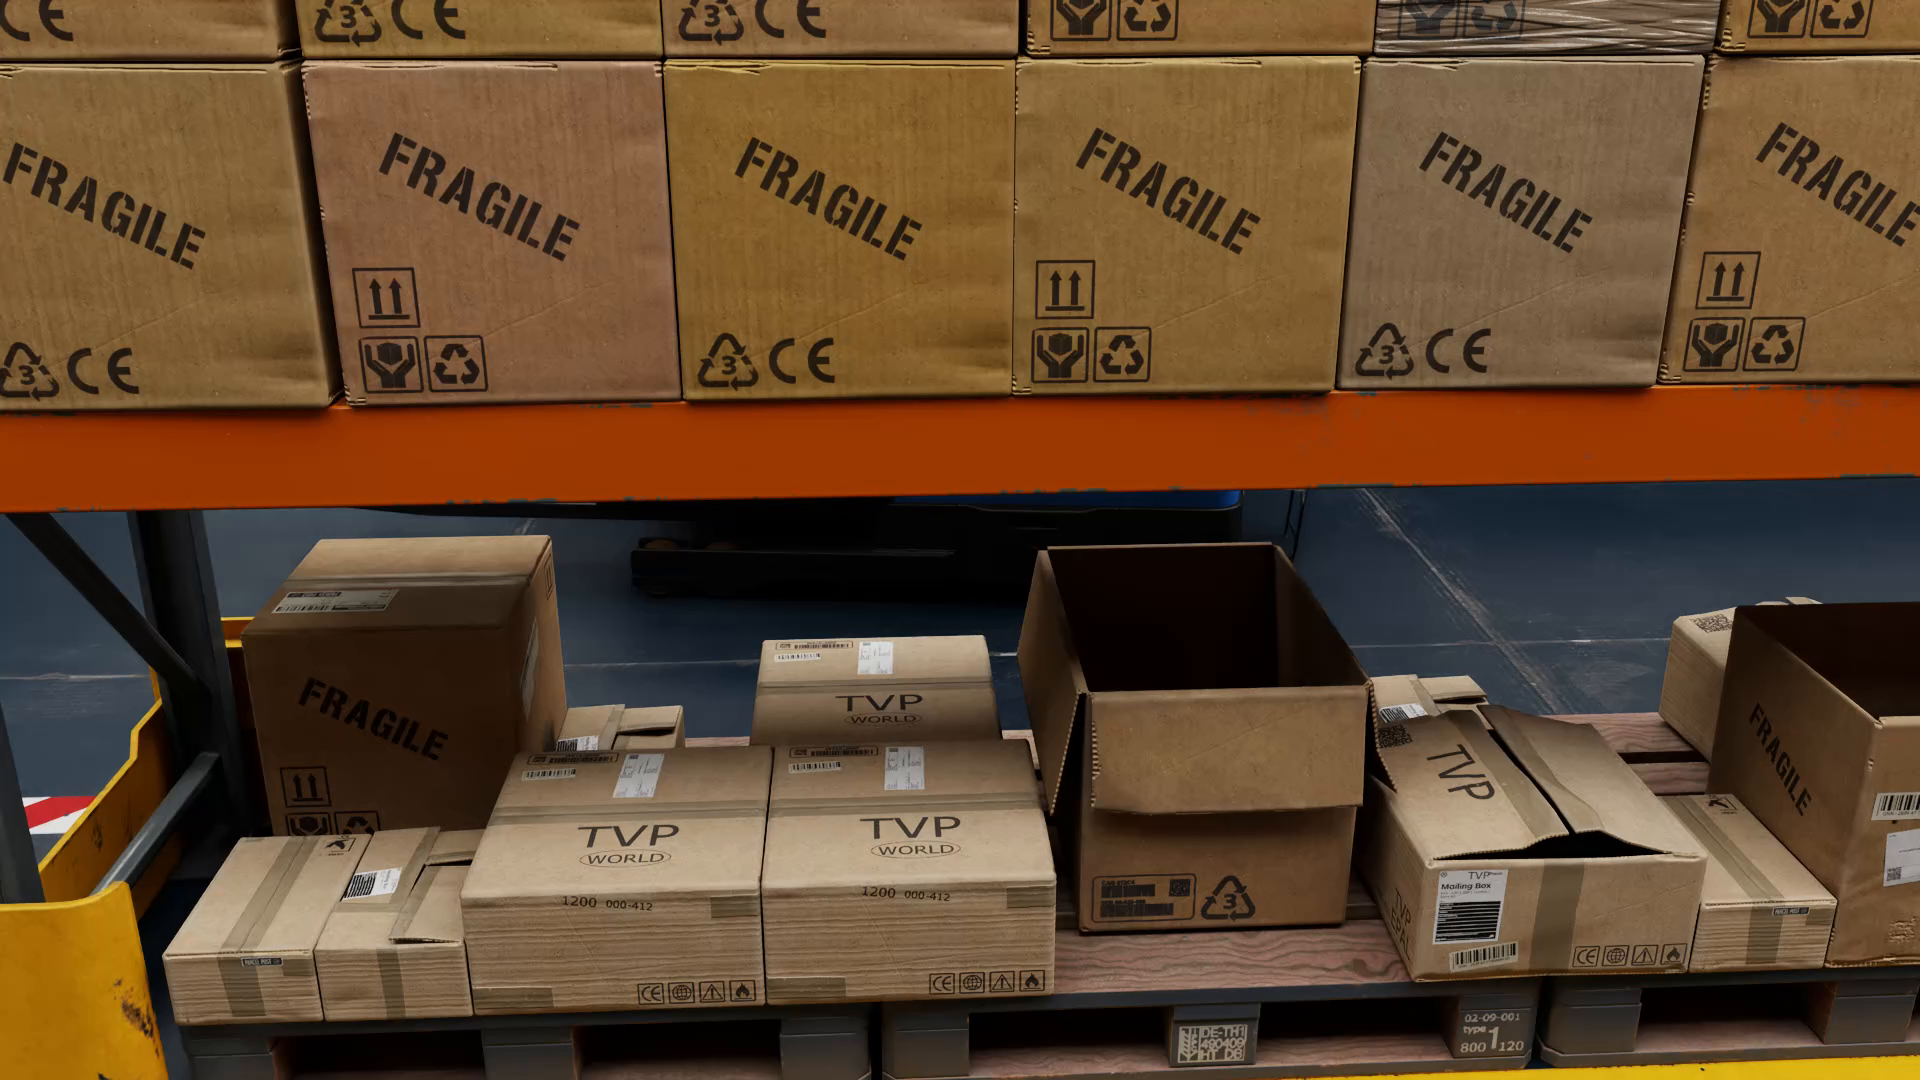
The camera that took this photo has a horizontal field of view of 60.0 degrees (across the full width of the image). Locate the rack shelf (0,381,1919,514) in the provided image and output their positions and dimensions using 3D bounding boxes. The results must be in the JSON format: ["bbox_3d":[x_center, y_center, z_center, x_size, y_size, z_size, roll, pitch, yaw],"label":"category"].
[{"bbox_3d":[0.340,-0.254,3.085,4.000,0.370,1.077,-1,21,-3],"label":"rack shelf"}]

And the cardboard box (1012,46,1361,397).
[{"bbox_3d":[0.316,-0.543,2.692,0.500,0.500,0.500,-1,21,-2],"label":"cardboard box"}]

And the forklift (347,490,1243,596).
[{"bbox_3d":[-0.624,-1.383,5.133,3.031,2.935,1.130,1,21,3],"label":"forklift"}]

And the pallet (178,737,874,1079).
[{"bbox_3d":[-0.785,0.735,3.394,1.213,0.211,1.003,-1,21,-3],"label":"pallet"}]

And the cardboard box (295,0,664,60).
[{"bbox_3d":[-0.678,-0.993,2.467,0.500,0.500,0.500,-1,21,-2],"label":"cardboard box"}]

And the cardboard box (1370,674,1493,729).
[{"bbox_3d":[1.042,0.440,3.613,0.250,0.166,0.380,-1,21,-3],"label":"cardboard box"}]

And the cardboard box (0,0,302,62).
[{"bbox_3d":[-1.199,-0.979,2.432,0.500,0.500,0.500,-1,21,-1],"label":"cardboard box"}]

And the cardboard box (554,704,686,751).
[{"bbox_3d":[-0.719,0.494,3.472,0.250,0.166,0.380,-1,21,-3],"label":"cardboard box"}]

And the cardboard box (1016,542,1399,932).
[{"bbox_3d":[0.461,0.370,3.324,0.637,0.503,0.797,-1,21,-3],"label":"cardboard box"}]

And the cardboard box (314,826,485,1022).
[{"bbox_3d":[-0.970,0.677,2.991,0.250,0.166,0.380,-1,21,-3],"label":"cardboard box"}]

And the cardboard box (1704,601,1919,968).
[{"bbox_3d":[1.784,0.444,3.135,0.500,0.500,0.500,-1,21,-3],"label":"cardboard box"}]

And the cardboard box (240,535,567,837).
[{"bbox_3d":[-1.128,0.314,3.475,0.500,0.500,0.500,-1,21,-3],"label":"cardboard box"}]

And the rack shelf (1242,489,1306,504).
[{"bbox_3d":[1.022,-0.209,5.477,0.200,0.077,0.258,6,21,1],"label":"rack shelf"}]

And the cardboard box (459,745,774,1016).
[{"bbox_3d":[-0.599,0.609,3.052,0.500,0.250,0.500,-1,21,-3],"label":"cardboard box"}]

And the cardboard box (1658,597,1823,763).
[{"bbox_3d":[1.905,0.351,3.643,0.500,0.311,0.500,-1,21,-3],"label":"cardboard box"}]

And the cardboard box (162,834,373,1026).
[{"bbox_3d":[-1.219,0.690,2.981,0.250,0.149,0.380,-1,21,-3],"label":"cardboard box"}]

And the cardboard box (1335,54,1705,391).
[{"bbox_3d":[0.825,-0.555,2.721,0.500,0.500,0.500,-1,21,-2],"label":"cardboard box"}]

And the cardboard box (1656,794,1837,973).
[{"bbox_3d":[1.413,0.637,3.121,0.250,0.149,0.380,-1,21,-3],"label":"cardboard box"}]

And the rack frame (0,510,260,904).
[{"bbox_3d":[-1.657,-0.550,2.850,0.127,3.000,1.000,-1,21,-3],"label":"rack frame"}]

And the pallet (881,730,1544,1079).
[{"bbox_3d":[0.430,0.711,3.456,1.213,0.211,1.003,-1,21,-3],"label":"pallet"}]

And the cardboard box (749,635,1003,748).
[{"bbox_3d":[-0.178,0.422,3.542,0.500,0.250,0.500,-1,21,-3],"label":"cardboard box"}]

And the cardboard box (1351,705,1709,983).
[{"bbox_3d":[1.035,0.547,3.128,0.500,0.311,0.500,-1,21,-3],"label":"cardboard box"}]

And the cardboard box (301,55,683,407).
[{"bbox_3d":[-0.684,-0.524,2.642,0.500,0.500,0.500,-1,21,-4],"label":"cardboard box"}]

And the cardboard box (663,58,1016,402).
[{"bbox_3d":[-0.183,-0.534,2.666,0.500,0.500,0.500,-1,21,-3],"label":"cardboard box"}]

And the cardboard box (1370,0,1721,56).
[{"bbox_3d":[0.832,-1.022,2.543,0.500,0.500,0.500,-1,21,-3],"label":"cardboard box"}]

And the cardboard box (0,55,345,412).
[{"bbox_3d":[-1.199,-0.512,2.610,0.500,0.500,0.500,-1,21,-2],"label":"cardboard box"}]

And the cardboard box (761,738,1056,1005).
[{"bbox_3d":[-0.100,0.599,3.079,0.500,0.250,0.500,-1,21,-3],"label":"cardboard box"}]

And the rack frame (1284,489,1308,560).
[{"bbox_3d":[1.144,-0.395,5.399,0.006,0.900,0.240,6,21,1],"label":"rack frame"}]

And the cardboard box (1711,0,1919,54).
[{"bbox_3d":[1.335,-1.032,2.569,0.500,0.500,0.500,-2,21,-4],"label":"cardboard box"}]

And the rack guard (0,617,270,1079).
[{"bbox_3d":[-1.581,0.617,3.299,0.348,0.500,1.175,-1,21,-3],"label":"rack guard"}]

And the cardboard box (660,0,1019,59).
[{"bbox_3d":[-0.178,-1.001,2.489,0.500,0.500,0.500,-1,21,-2],"label":"cardboard box"}]

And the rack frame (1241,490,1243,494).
[{"bbox_3d":[0.942,-0.418,5.403,0.006,0.900,0.240,6,21,1],"label":"rack frame"}]

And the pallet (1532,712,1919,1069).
[{"bbox_3d":[1.651,0.686,3.524,1.213,0.211,1.003,-1,21,-3],"label":"pallet"}]

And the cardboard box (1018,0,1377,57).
[{"bbox_3d":[0.329,-1.012,2.517,0.500,0.500,0.500,-1,21,-4],"label":"cardboard box"}]

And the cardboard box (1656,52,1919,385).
[{"bbox_3d":[1.337,-0.566,2.751,0.500,0.500,0.500,-1,21,-2],"label":"cardboard box"}]

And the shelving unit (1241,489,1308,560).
[{"bbox_3d":[1.043,-0.407,5.401,0.210,0.900,0.258,6,21,1],"label":"shelving unit"}]
